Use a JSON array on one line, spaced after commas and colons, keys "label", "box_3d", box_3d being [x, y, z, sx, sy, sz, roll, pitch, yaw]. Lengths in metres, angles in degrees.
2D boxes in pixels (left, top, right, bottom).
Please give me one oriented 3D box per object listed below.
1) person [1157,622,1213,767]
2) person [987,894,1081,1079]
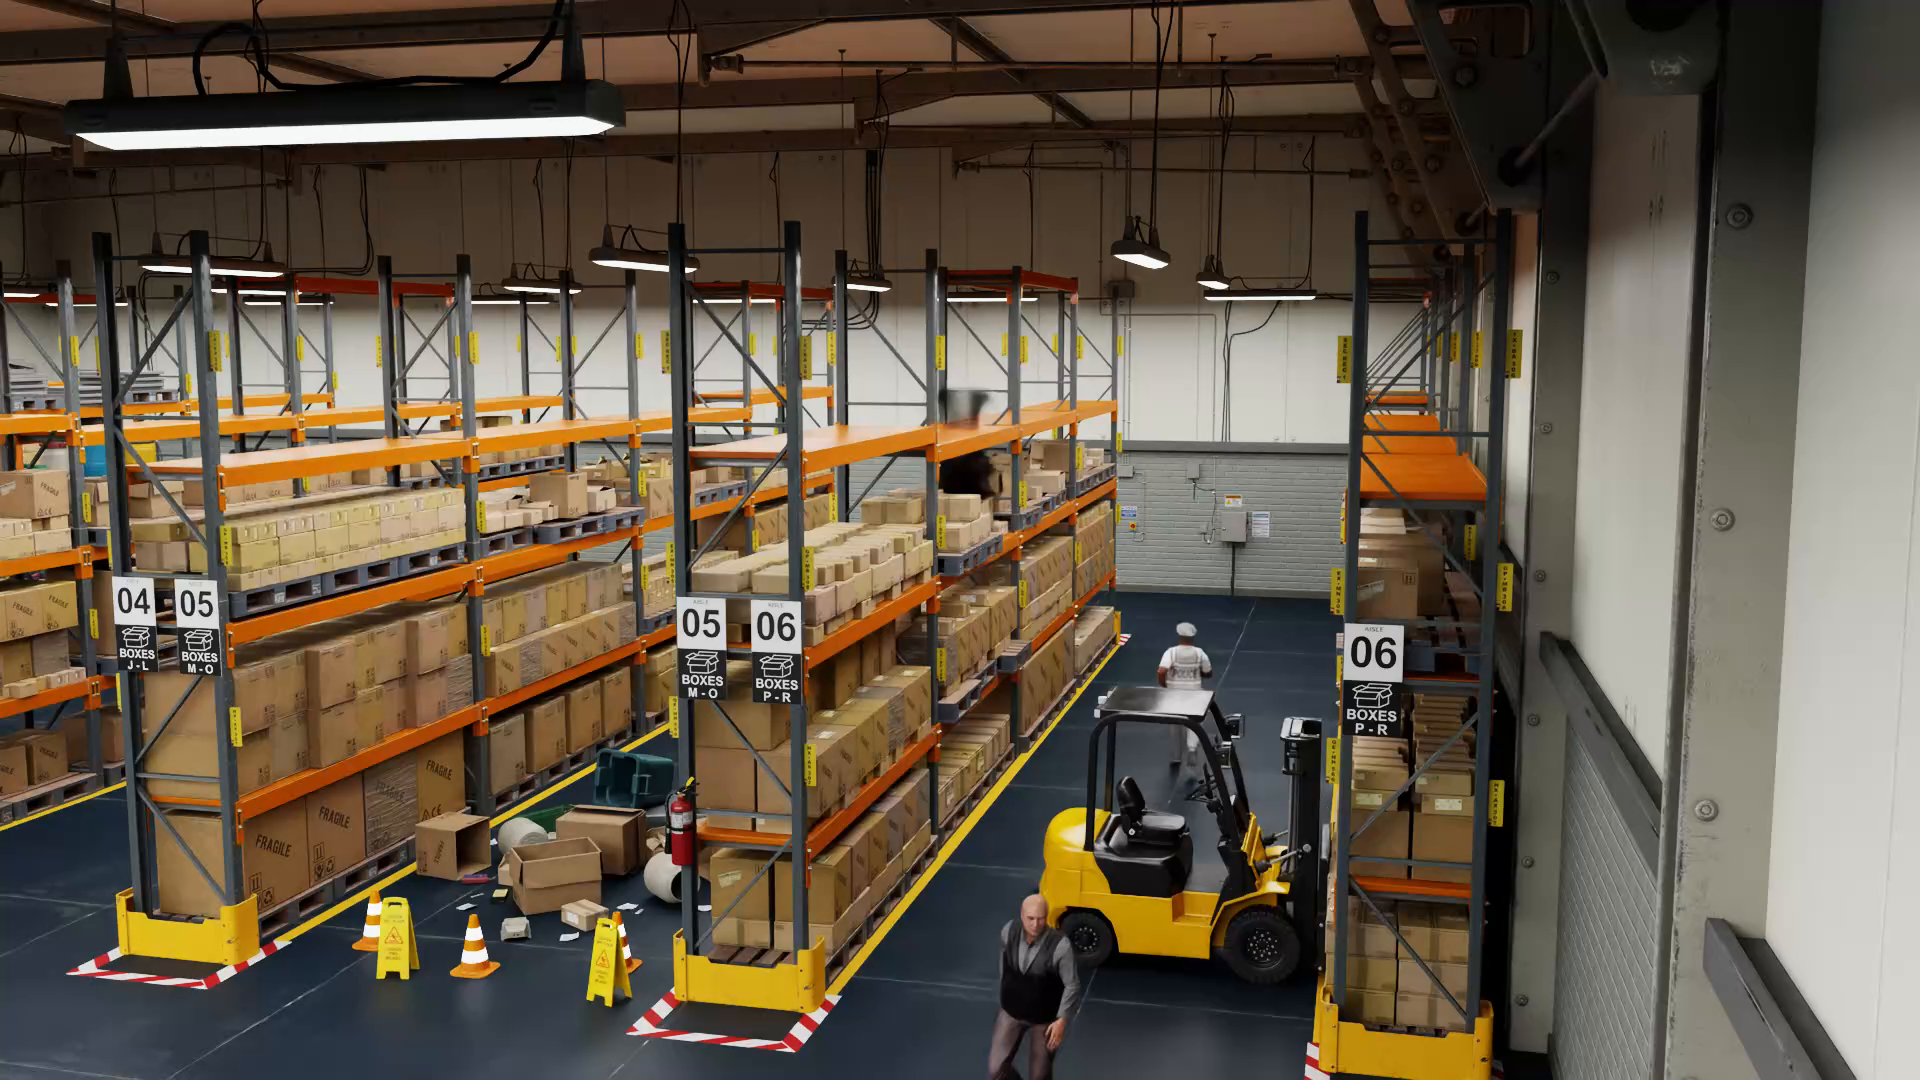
[{"label": "person", "box_3d": [2.691, 1.855, 19.946, 0.662, 1.750, 0.926, 1, 7, 6]}, {"label": "person", "box_3d": [0.484, 3.044, 10.649, 0.641, 1.675, 0.718, 2, 7, 19]}]
